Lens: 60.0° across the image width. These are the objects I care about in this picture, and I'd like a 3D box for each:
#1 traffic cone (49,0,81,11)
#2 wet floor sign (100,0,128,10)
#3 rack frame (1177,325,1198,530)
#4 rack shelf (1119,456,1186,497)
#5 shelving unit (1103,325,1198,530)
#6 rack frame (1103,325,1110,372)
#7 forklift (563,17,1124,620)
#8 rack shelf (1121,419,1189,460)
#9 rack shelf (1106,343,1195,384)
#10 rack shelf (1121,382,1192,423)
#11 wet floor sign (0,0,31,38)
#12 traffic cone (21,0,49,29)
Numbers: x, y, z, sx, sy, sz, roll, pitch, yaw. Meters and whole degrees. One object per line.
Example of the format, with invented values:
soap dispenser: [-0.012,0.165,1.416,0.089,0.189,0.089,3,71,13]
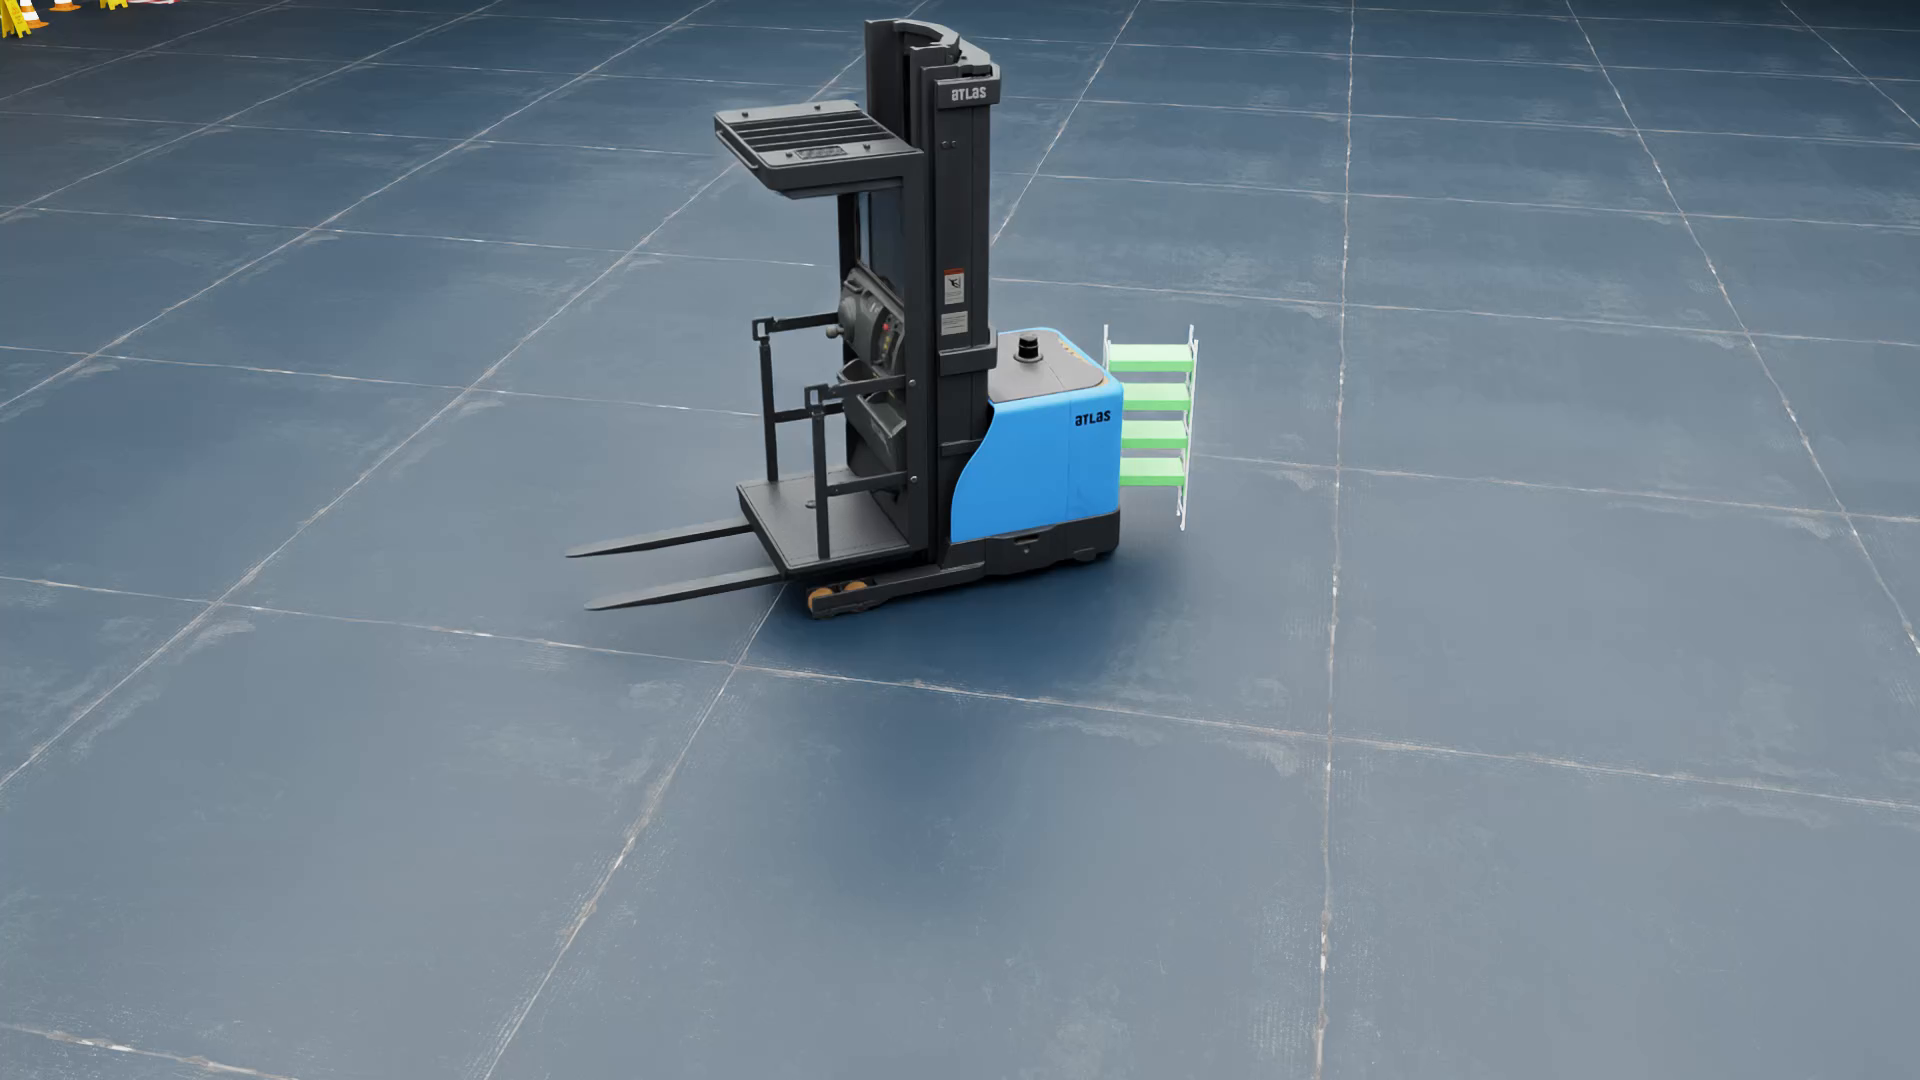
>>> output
traffic cone: [-12.599,-7.684,23.303,0.334,0.463,0.336,6,29,11]
wet floor sign: [-11.946,-7.805,23.335,0.232,0.644,0.267,17,33,28]
rack frame: [1.321,-0.642,9.673,0.015,1.200,0.240,0,29,0]
rack shelf: [1.077,-0.376,9.820,0.480,0.148,0.258,0,29,0]
shelving unit: [1.077,-0.642,9.674,0.503,1.200,0.258,0,29,0]
rack frame: [0.833,-0.643,9.675,0.015,1.200,0.240,0,29,0]
forklift: [-0.657,-1.144,8.788,3.031,2.935,1.130,-11,30,-19]
rack shelf: [1.077,-0.586,9.705,0.480,0.148,0.258,0,29,0]
rack shelf: [1.077,-1.007,9.474,0.480,0.148,0.258,0,29,0]
rack shelf: [1.077,-0.797,9.589,0.480,0.148,0.258,0,29,0]
wet floor sign: [-12.402,-6.919,21.716,0.232,0.644,0.267,1,29,2]
traffic cone: [-12.498,-7.128,22.289,0.334,0.463,0.336,6,29,11]
